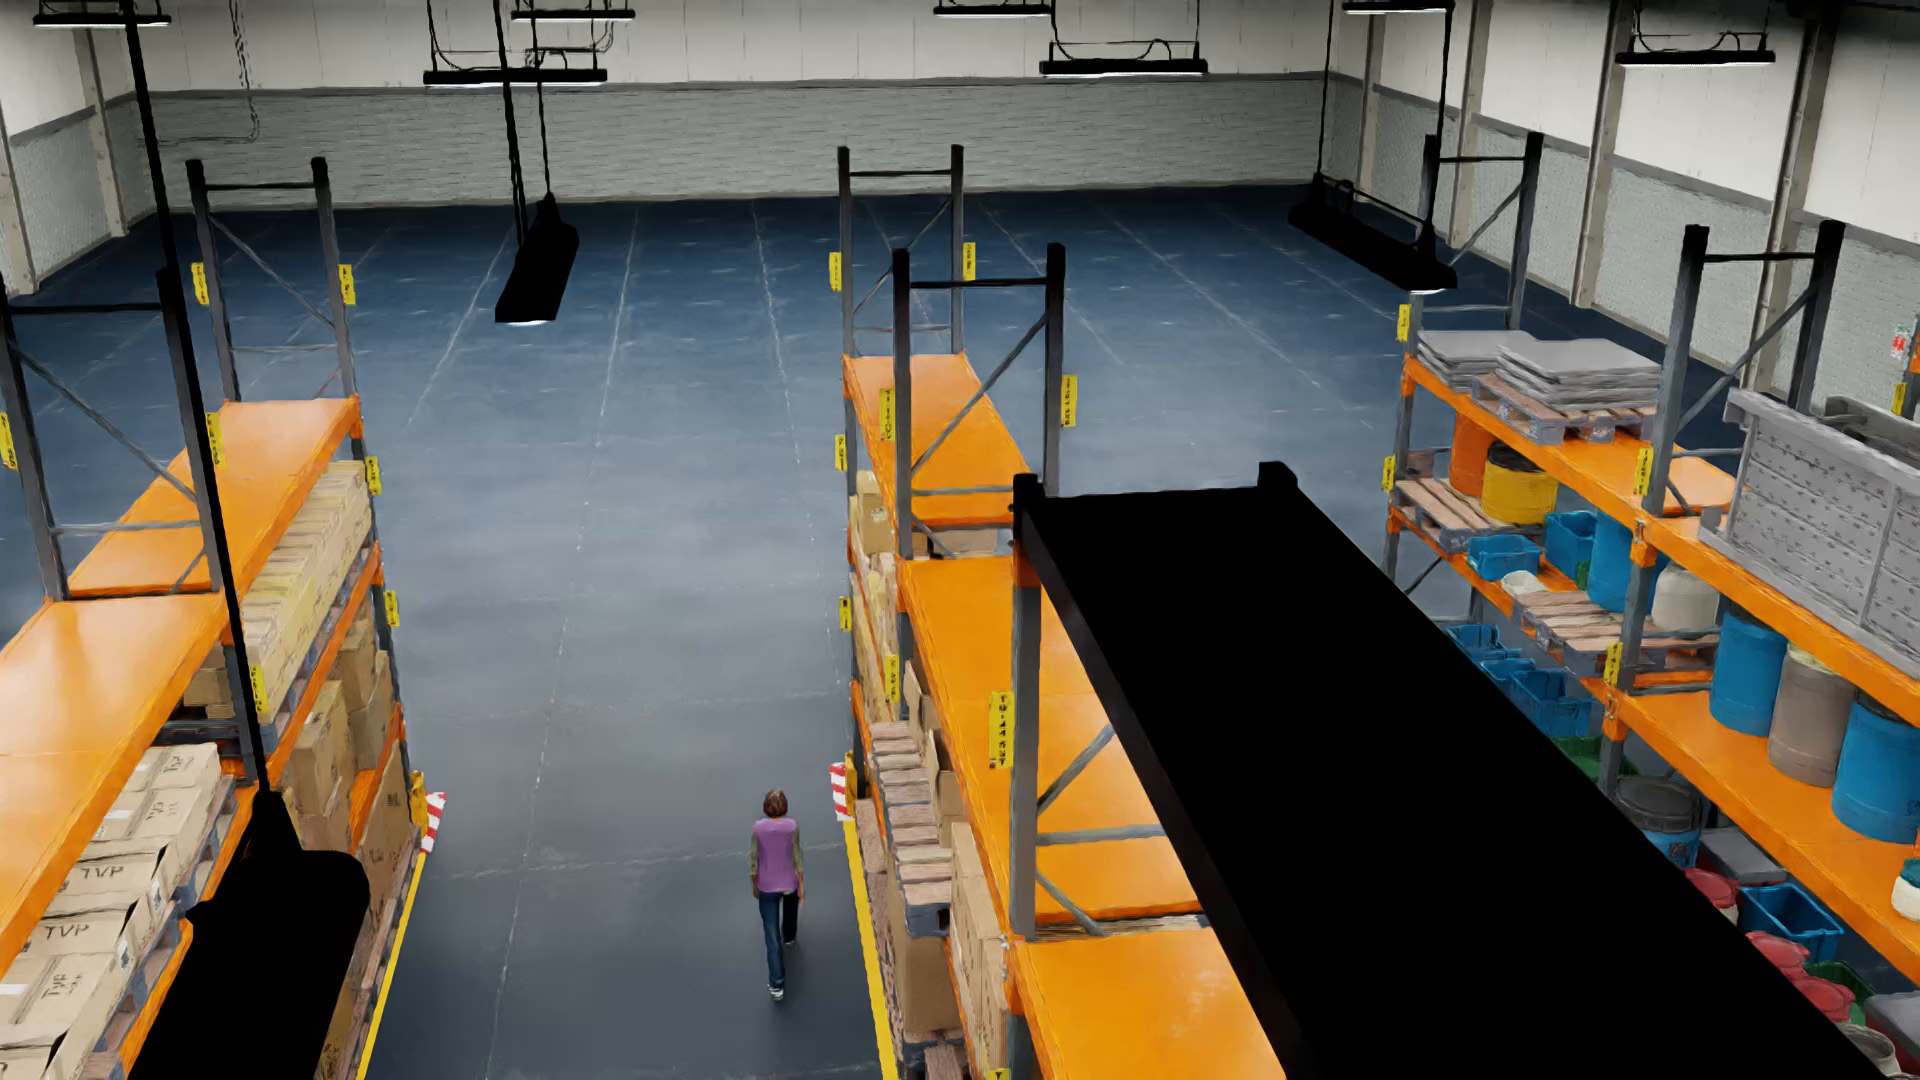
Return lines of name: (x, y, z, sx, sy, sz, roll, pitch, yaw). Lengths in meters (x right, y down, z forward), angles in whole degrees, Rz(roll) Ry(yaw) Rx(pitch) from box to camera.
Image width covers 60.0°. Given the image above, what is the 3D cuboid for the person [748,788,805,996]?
person: (-1.417, 2.651, 12.855, 0.416, 1.525, 1.034, -4, 22, -9)
